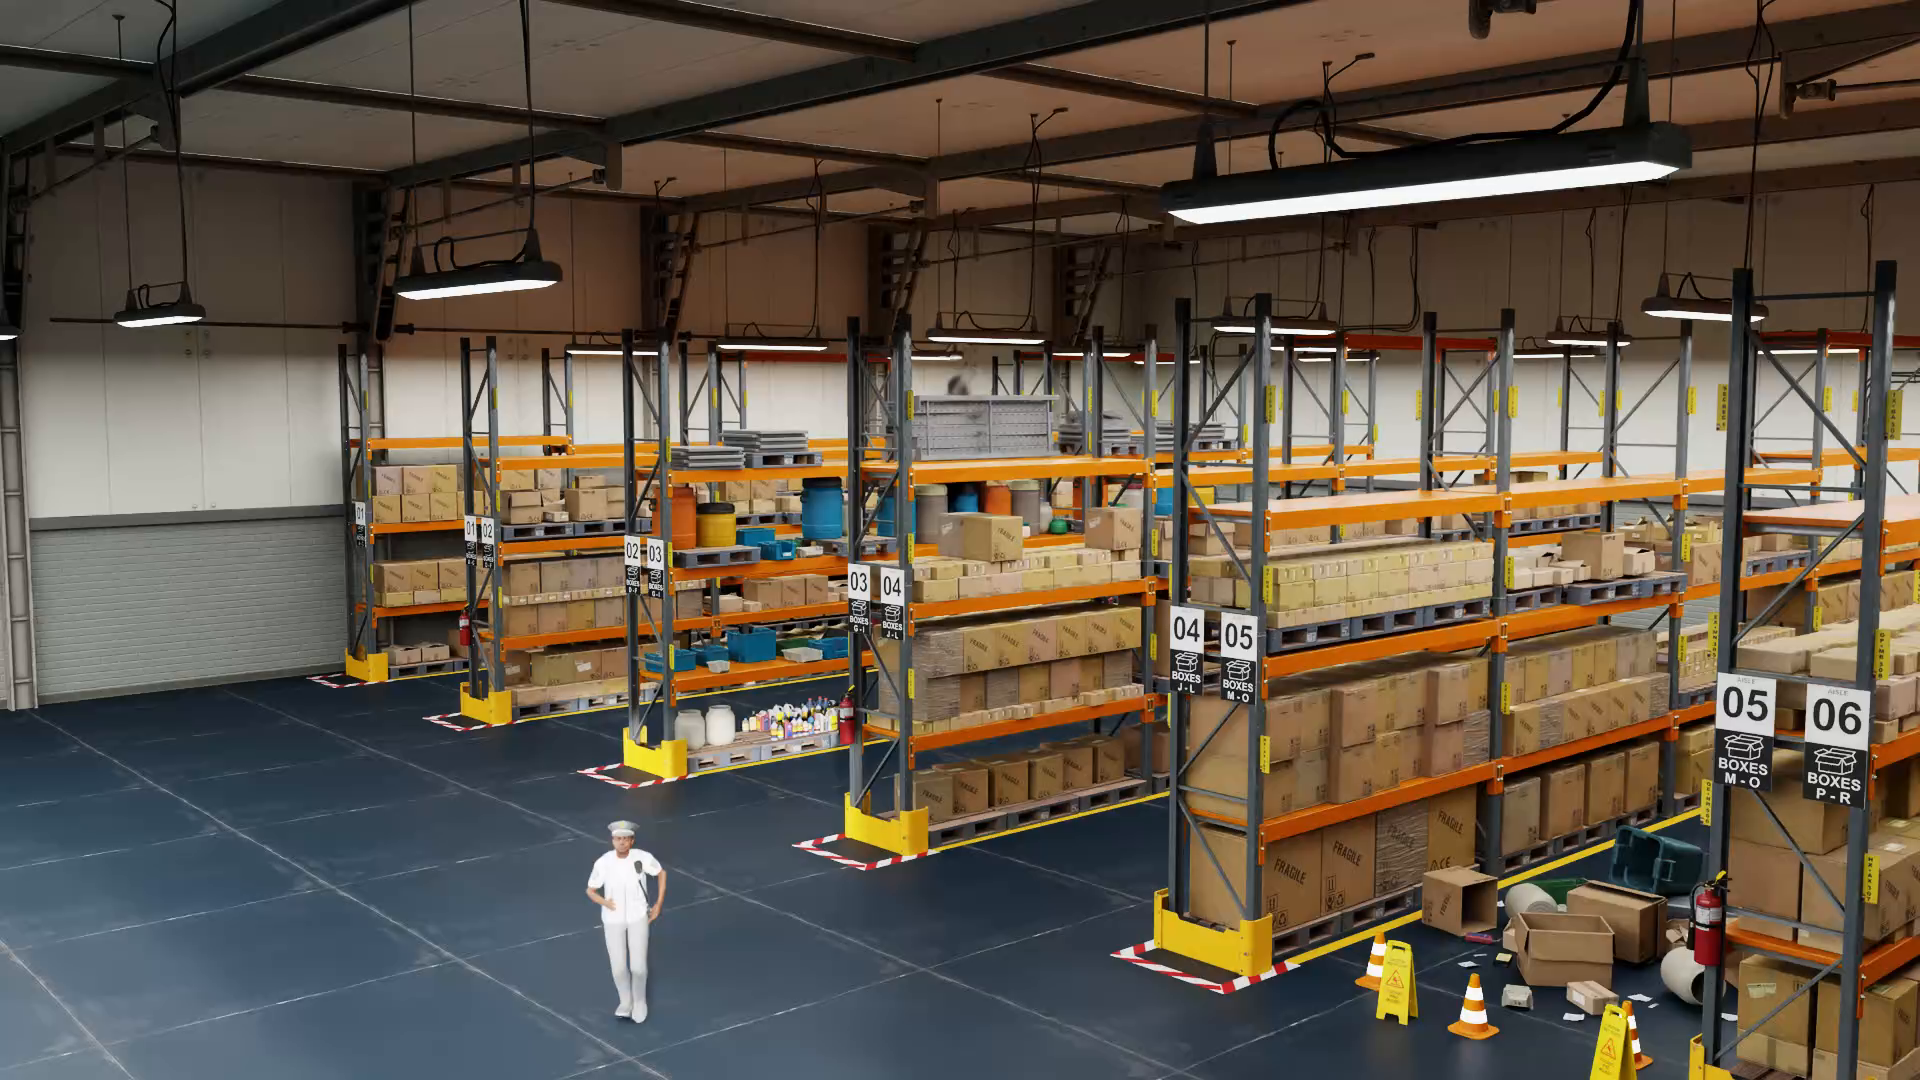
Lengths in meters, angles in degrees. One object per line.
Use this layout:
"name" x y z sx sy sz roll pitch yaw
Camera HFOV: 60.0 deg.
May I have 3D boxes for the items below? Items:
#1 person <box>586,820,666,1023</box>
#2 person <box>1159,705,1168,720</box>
"person" -2.719 3.112 13.548 0.637 1.688 0.610 -1 5 -8
"person" 3.165 1.798 24.692 0.668 1.786 0.678 4 6 37
